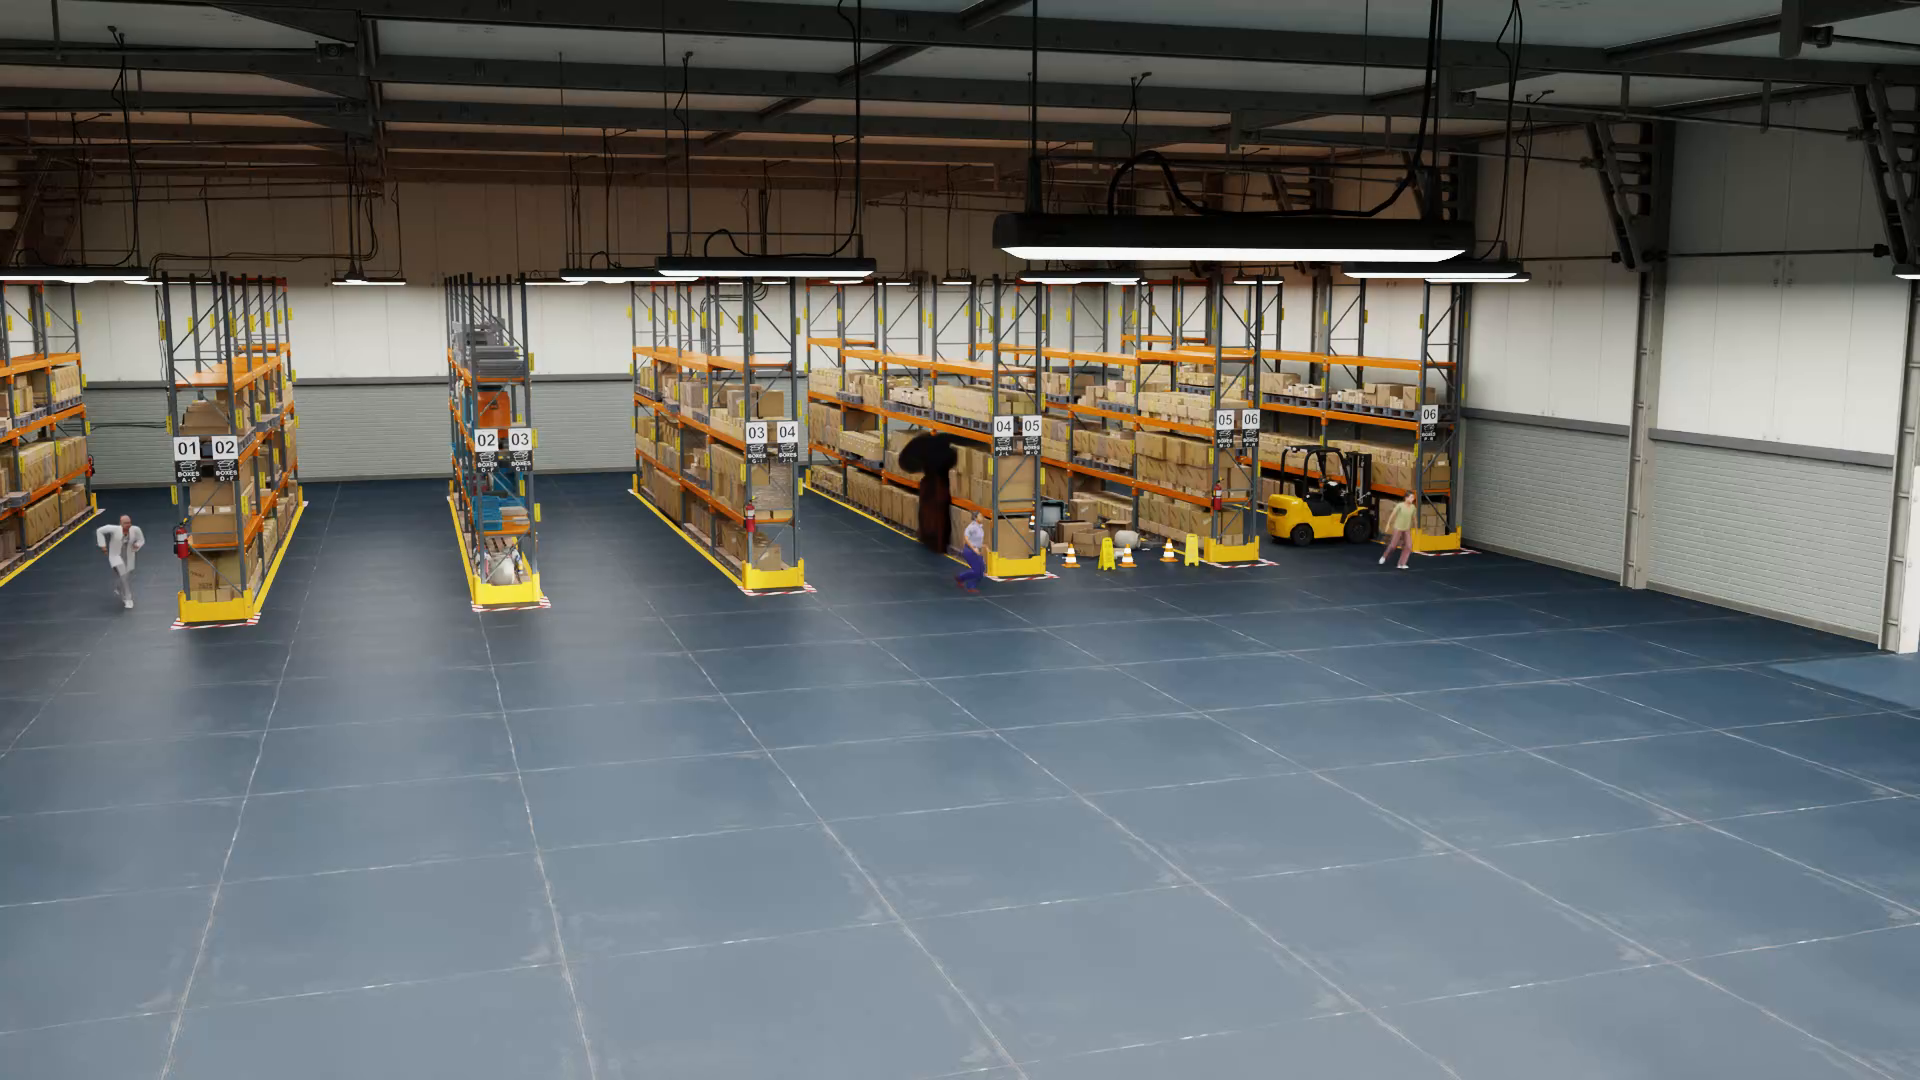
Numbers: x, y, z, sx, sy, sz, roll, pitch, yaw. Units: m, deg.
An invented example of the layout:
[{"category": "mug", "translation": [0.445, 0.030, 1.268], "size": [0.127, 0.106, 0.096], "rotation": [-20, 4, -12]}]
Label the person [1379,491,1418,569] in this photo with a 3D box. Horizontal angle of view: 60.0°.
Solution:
[{"category": "person", "translation": [9.053, -0.232, 34.275], "size": [0.649, 1.611, 0.701], "rotation": [-3, 9, -16]}]

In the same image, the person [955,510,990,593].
[{"category": "person", "translation": [0.216, 0.227, 31.209], "size": [0.601, 1.561, 0.606], "rotation": [3, 9, 21]}]

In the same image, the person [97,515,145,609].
[{"category": "person", "translation": [-15.234, 0.379, 30.202], "size": [0.760, 1.743, 1.063], "rotation": [-7, 11, -39]}]
